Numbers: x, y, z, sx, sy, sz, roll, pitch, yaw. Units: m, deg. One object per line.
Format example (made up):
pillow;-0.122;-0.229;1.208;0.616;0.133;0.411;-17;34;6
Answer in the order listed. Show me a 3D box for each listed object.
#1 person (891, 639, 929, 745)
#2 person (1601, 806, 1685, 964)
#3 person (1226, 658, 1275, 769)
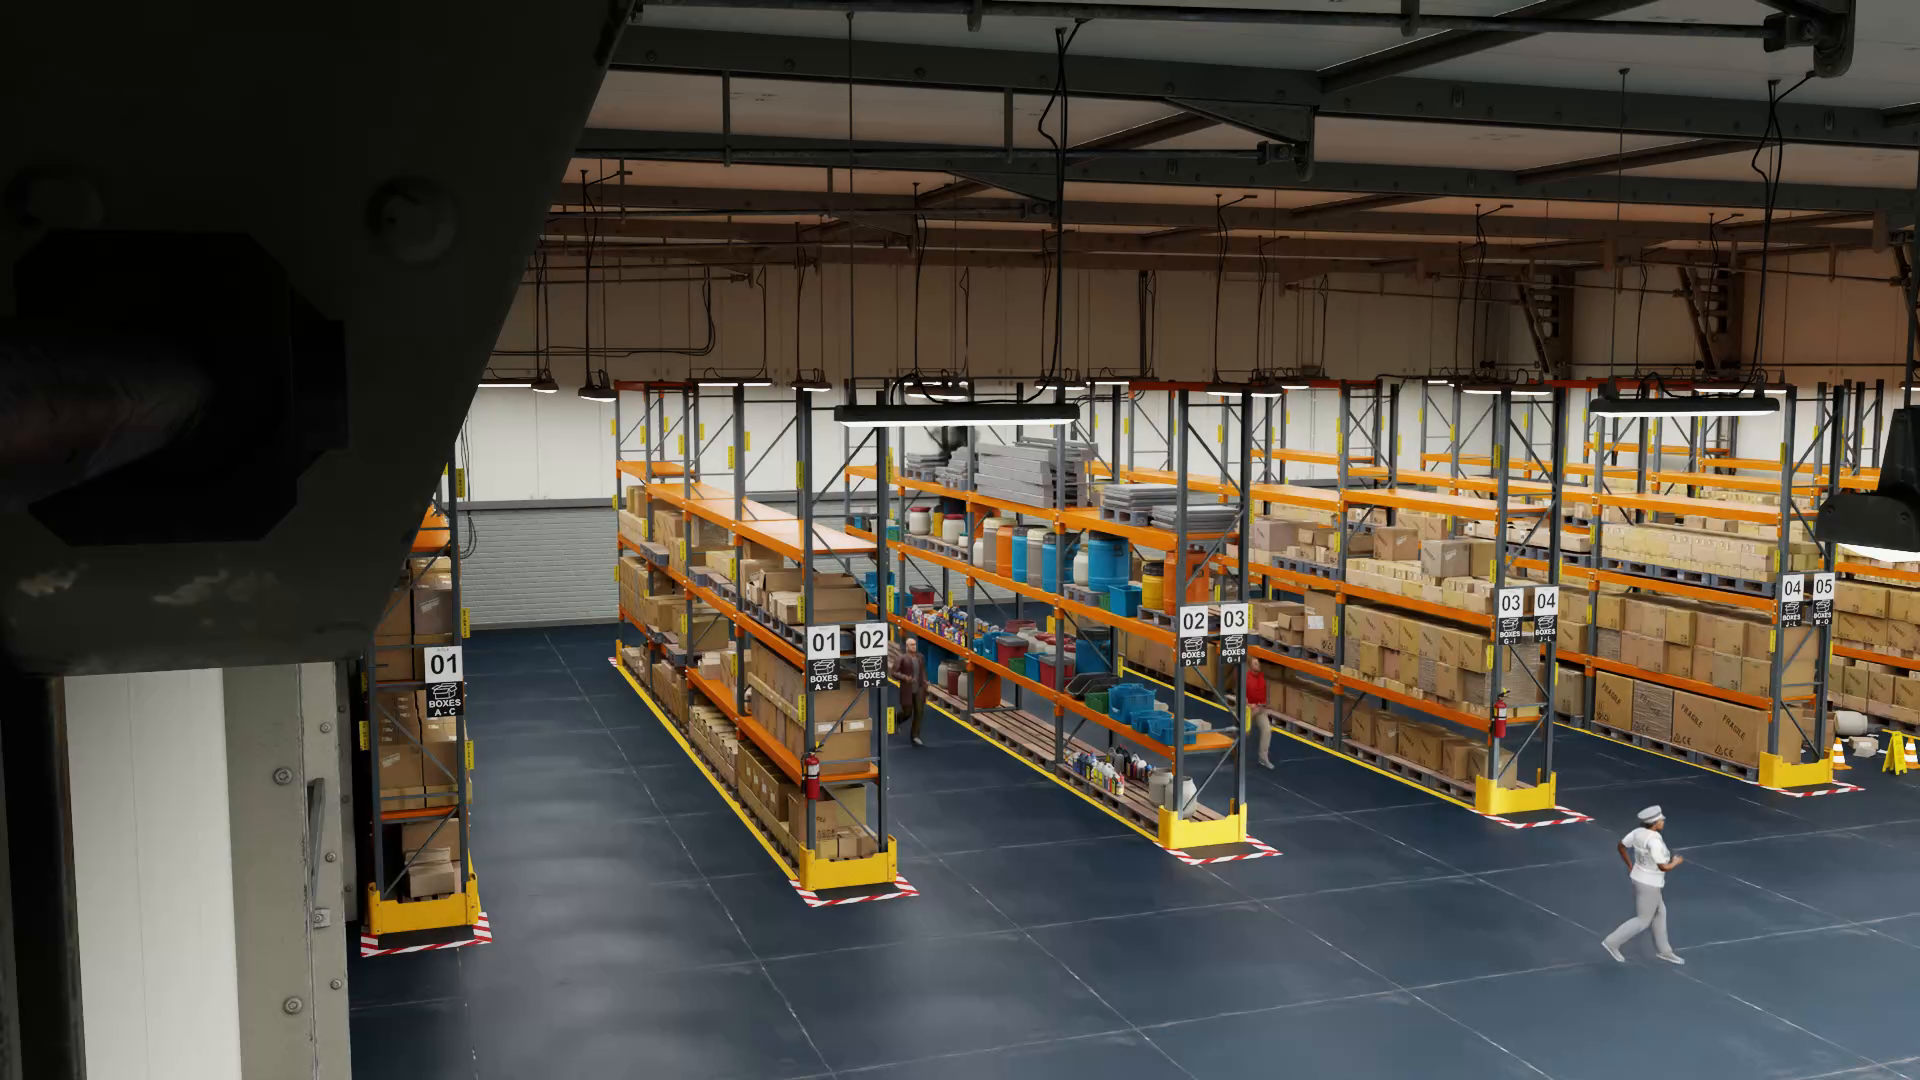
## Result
person;-0.839;2.511;27.868;0.710;1.746;0.834;-3;7;-28
person;7.198;3.623;17.459;0.901;1.702;0.604;0;6;2
person;4.636;2.721;26.457;0.642;1.724;1.029;-3;7;-27
